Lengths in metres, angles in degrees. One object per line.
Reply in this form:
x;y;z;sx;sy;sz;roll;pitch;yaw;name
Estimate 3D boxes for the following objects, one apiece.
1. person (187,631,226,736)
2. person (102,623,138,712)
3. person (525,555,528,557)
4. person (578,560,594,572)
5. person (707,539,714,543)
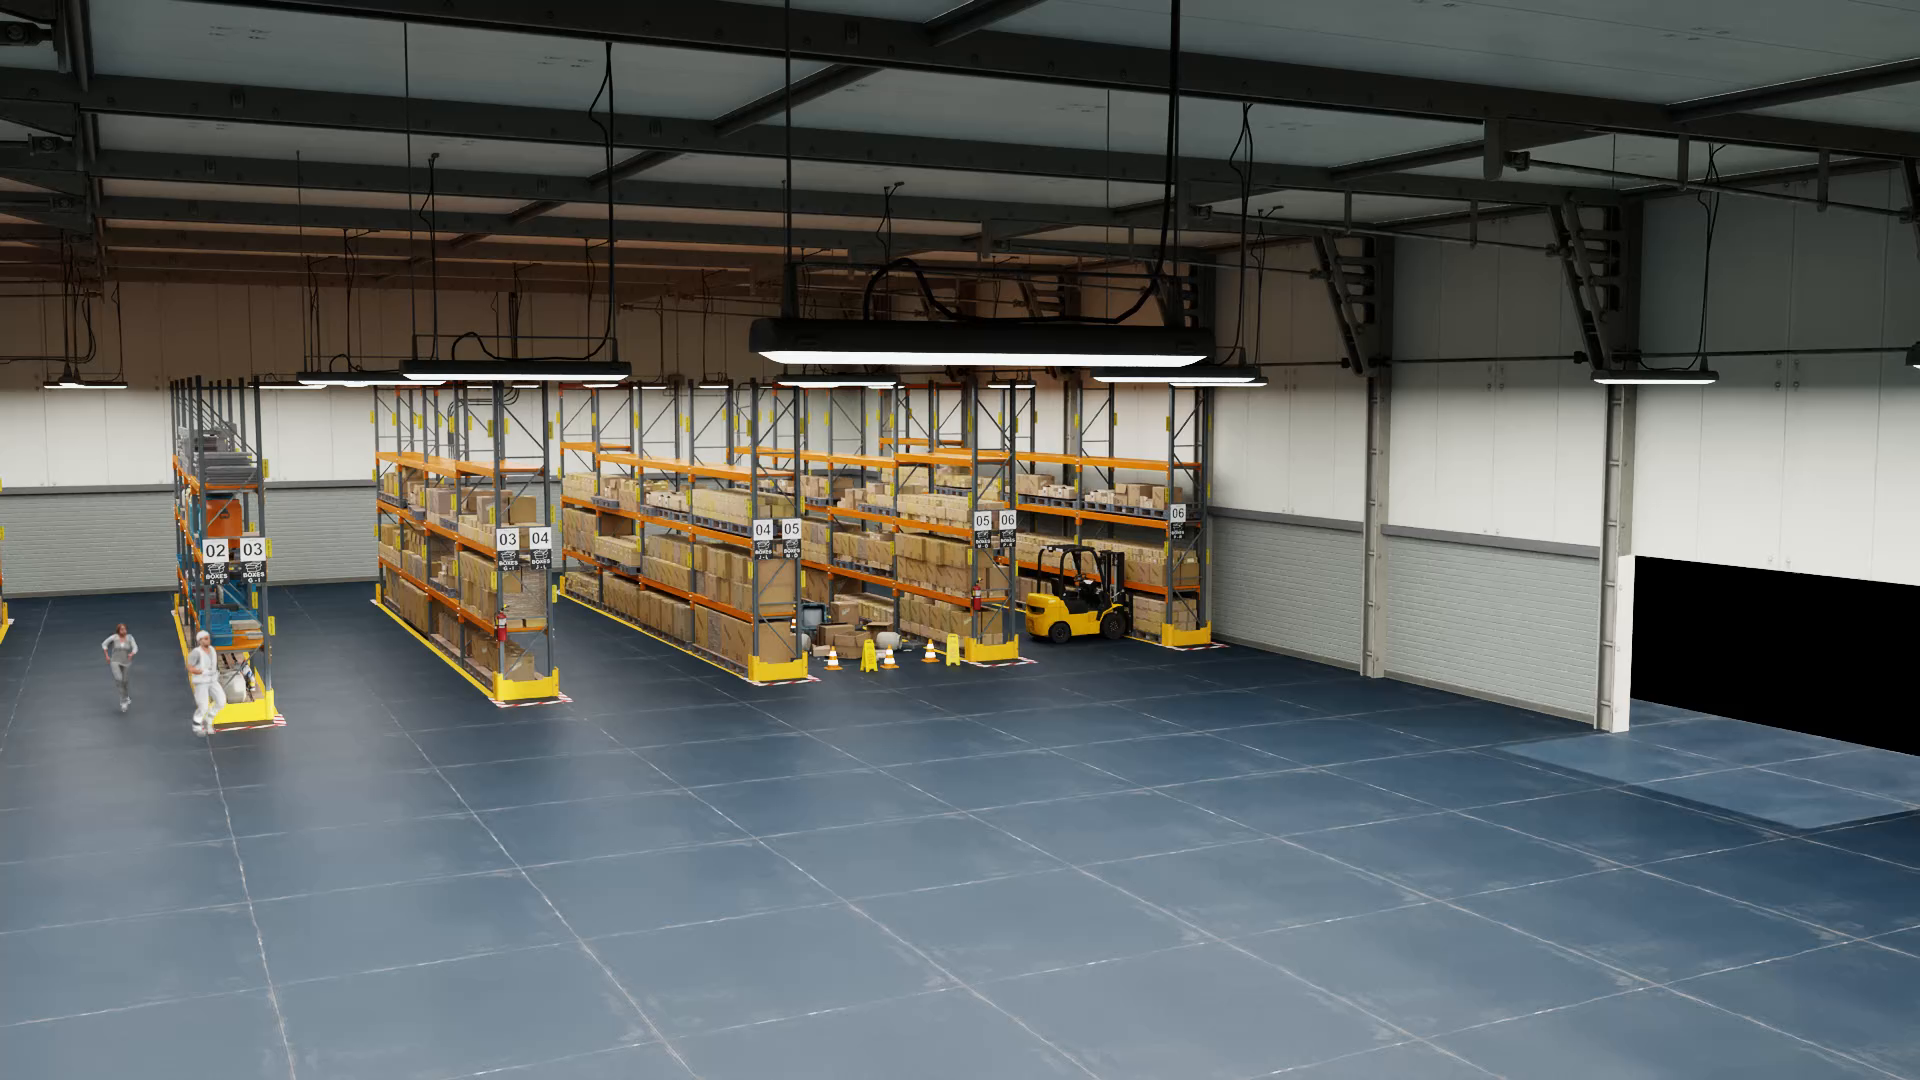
-12.495;2.382;27.626;0.614;1.763;0.635;2;6;23;person
-15.158;2.267;30.049;0.566;1.589;0.837;-4;6;-36;person
-11.157;1.059;42.704;0.660;1.732;0.627;-3;6;-27;person
-10.972;0.531;48.860;1.089;1.656;0.638;2;5;17;person
-6.656;0.878;44.901;0.694;1.774;0.979;-3;6;-34;person
